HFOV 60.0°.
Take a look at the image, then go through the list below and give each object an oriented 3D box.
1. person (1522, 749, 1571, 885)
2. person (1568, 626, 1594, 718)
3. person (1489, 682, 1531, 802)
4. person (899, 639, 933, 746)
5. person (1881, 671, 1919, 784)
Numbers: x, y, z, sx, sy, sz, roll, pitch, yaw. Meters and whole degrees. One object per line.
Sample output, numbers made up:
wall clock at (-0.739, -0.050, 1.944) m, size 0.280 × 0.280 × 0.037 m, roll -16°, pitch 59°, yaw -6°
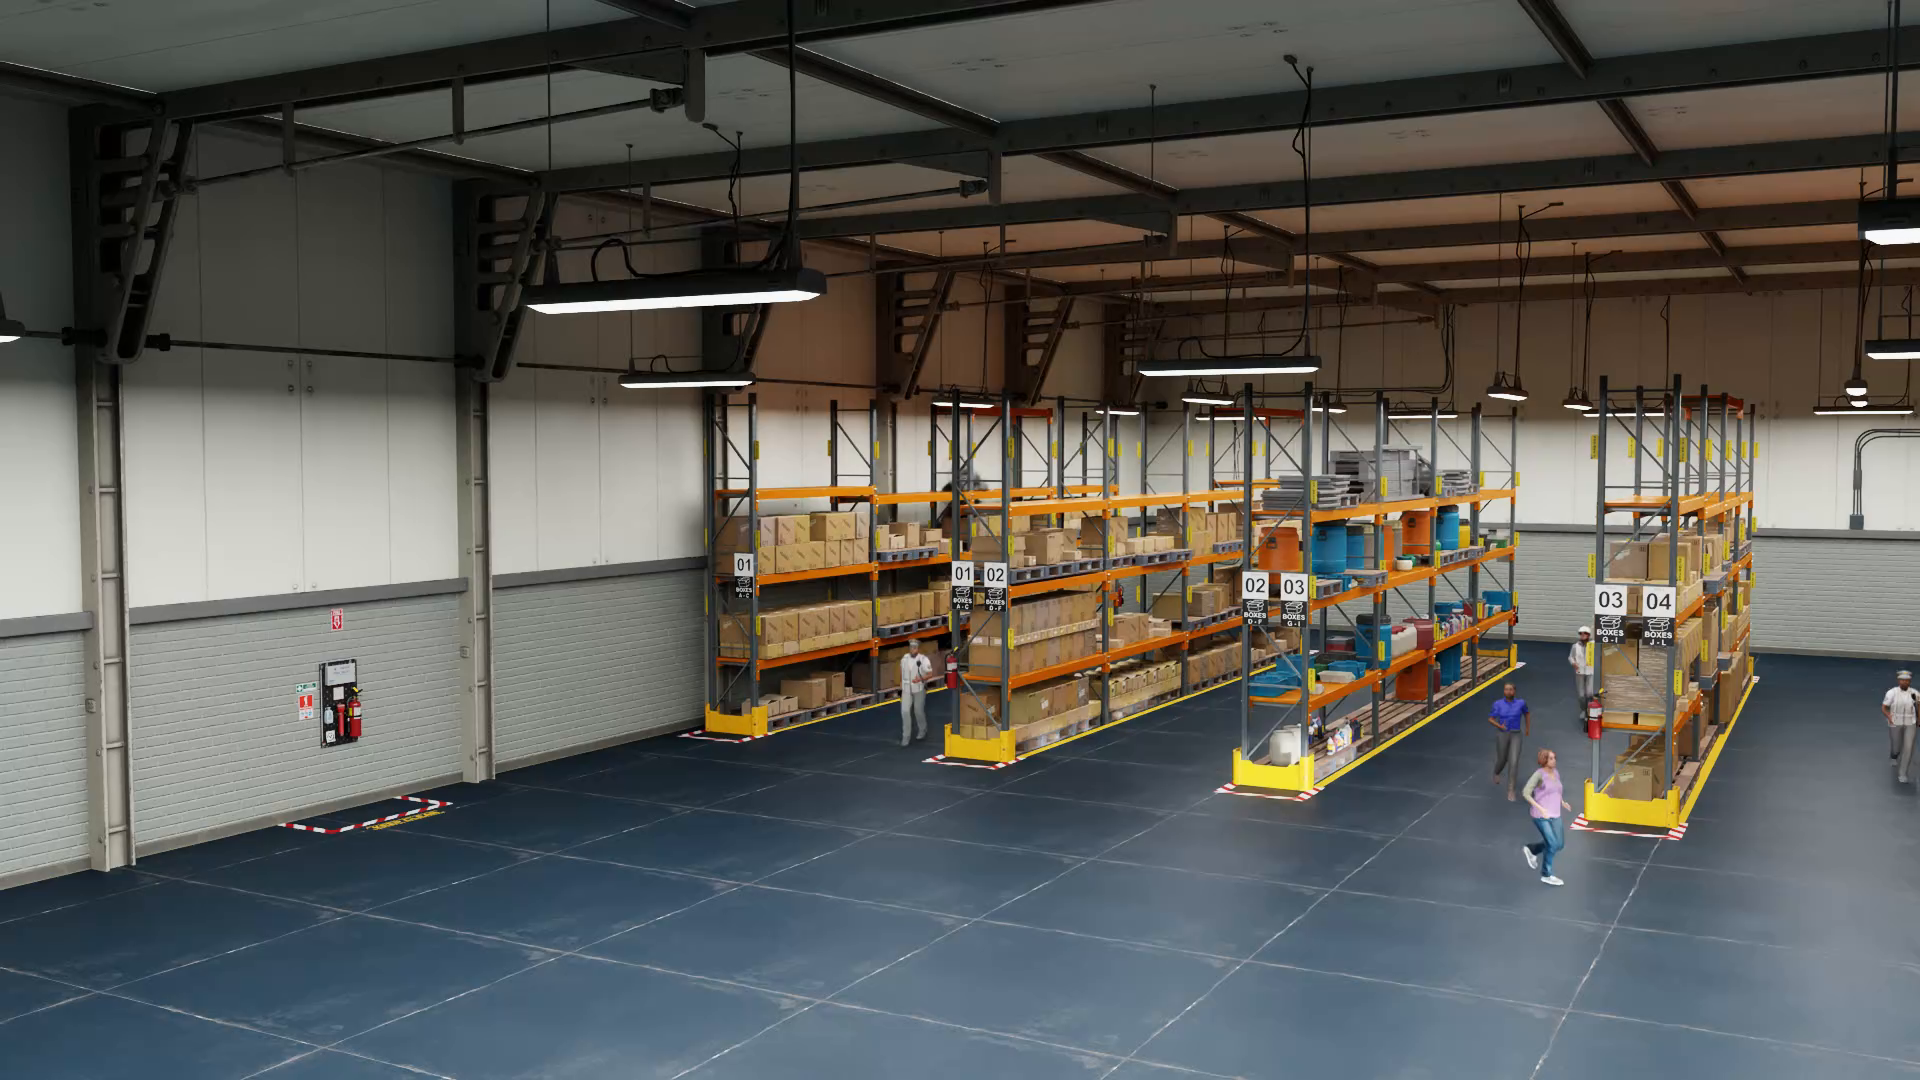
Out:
person at (6.741, 3.183, 19.237) m, size 0.529 × 1.556 × 0.601 m, roll -2°, pitch 4°, yaw -30°
person at (11.642, 2.471, 30.878) m, size 0.682 × 1.734 × 0.703 m, roll 2°, pitch 4°, yaw 32°
person at (7.963, 2.882, 24.101) m, size 0.588 × 1.664 × 0.918 m, roll 1°, pitch 3°, yaw 15°
person at (-0.771, 2.593, 28.441) m, size 0.646 × 1.841 × 0.814 m, roll 1°, pitch 3°, yaw 14°
person at (14.340, 2.813, 25.288) m, size 0.584 × 1.677 × 0.770 m, roll 1°, pitch 3°, yaw 23°
